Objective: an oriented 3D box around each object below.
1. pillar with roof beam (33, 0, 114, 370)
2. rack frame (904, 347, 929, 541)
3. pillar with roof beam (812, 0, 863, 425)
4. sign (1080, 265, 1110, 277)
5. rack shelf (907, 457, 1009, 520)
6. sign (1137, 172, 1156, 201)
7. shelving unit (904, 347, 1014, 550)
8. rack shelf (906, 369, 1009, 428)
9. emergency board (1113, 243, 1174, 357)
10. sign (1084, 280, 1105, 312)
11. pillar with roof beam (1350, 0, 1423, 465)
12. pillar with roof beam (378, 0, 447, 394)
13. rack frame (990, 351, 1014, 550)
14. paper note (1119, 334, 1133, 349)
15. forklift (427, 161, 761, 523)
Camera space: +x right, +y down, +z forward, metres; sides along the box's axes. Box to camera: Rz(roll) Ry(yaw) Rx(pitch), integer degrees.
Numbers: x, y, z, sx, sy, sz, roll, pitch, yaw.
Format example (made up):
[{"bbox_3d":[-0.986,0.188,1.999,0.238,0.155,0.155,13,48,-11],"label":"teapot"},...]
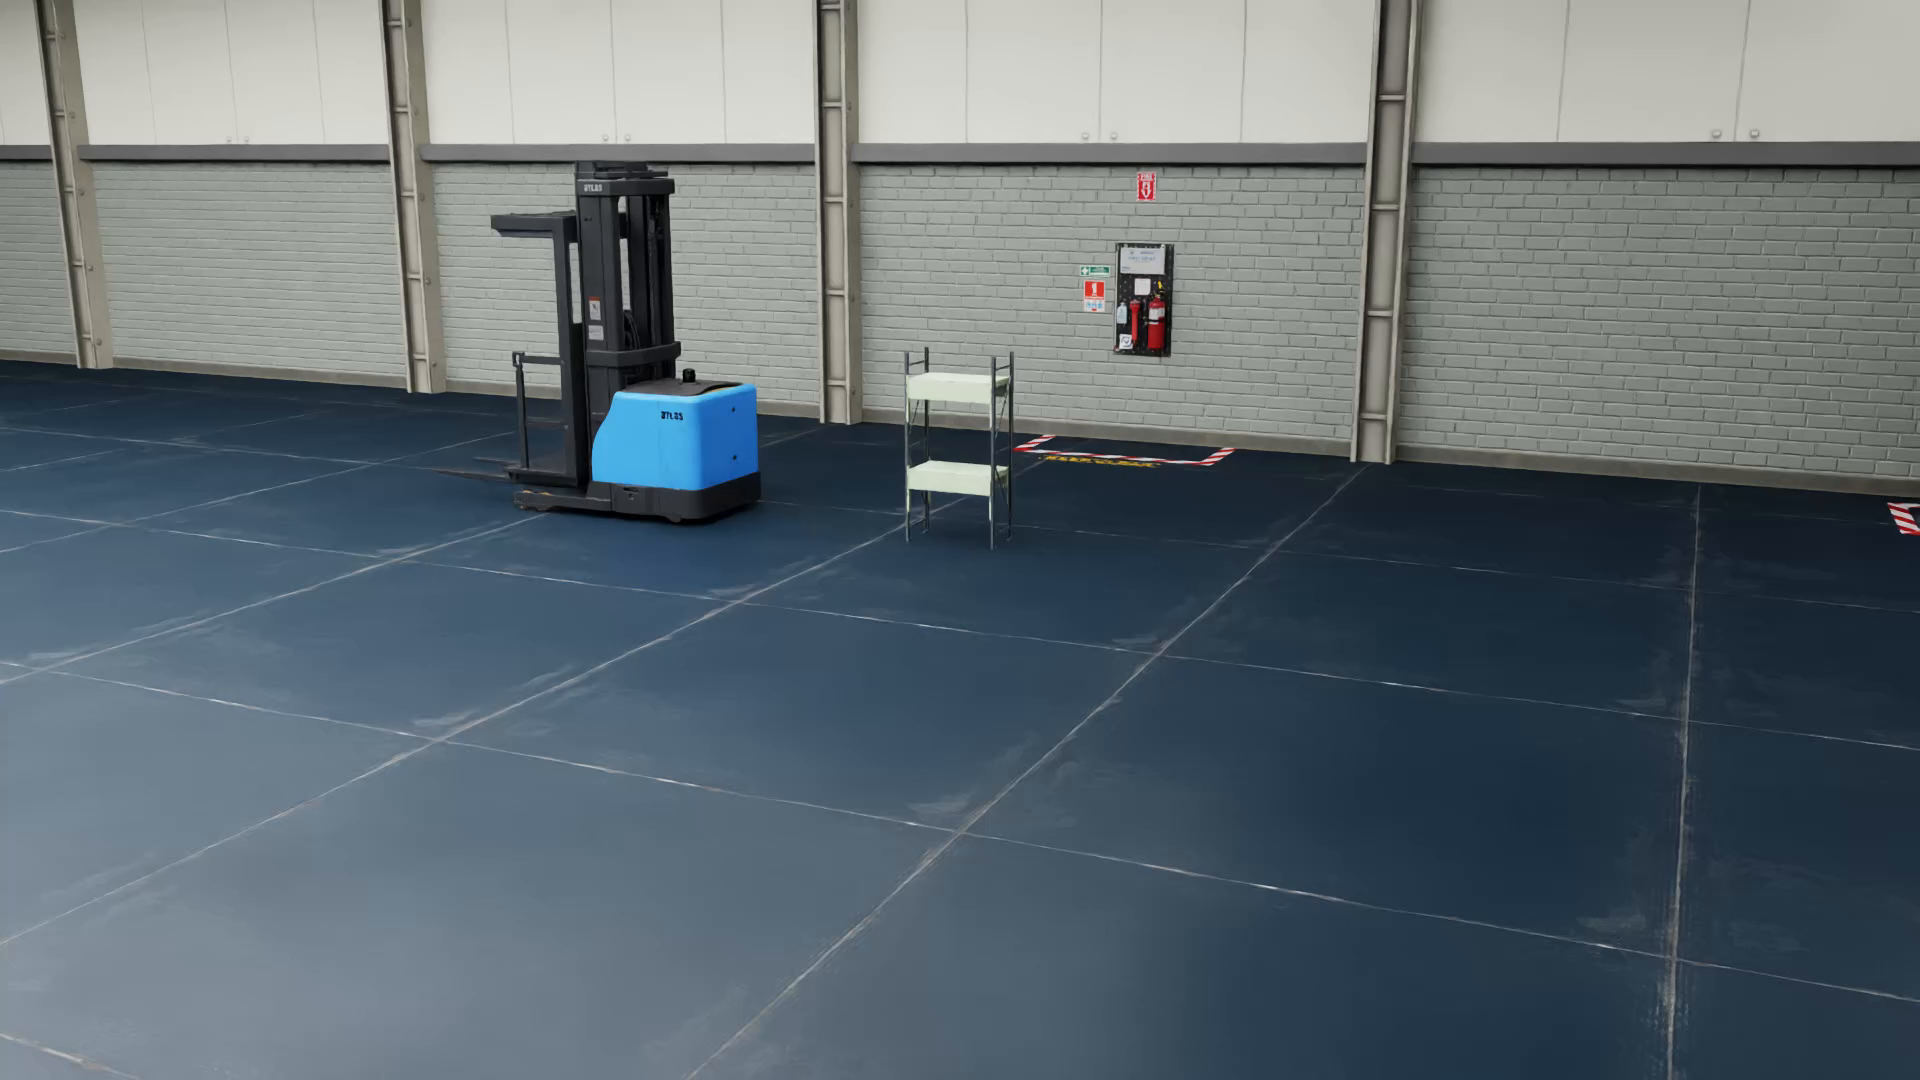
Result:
[{"bbox_3d":[-14.070,-5.942,18.880,0.400,9.000,9.100,6,14,23],"label":"pillar with roof beam"},{"bbox_3d":[-0.341,-0.765,13.230,0.023,1.500,0.400,6,14,23],"label":"rack frame"},{"bbox_3d":[-3.098,-4.832,14.149,0.400,9.000,9.100,6,14,23],"label":"pillar with roof beam"},{"bbox_3d":[1.424,-2.838,17.544,0.331,0.109,0.001,6,14,23],"label":"sign"},{"bbox_3d":[-0.006,-0.413,13.161,0.720,0.370,0.431,6,14,23],"label":"rack shelf"},{"bbox_3d":[1.920,-3.642,17.135,0.199,0.298,0.001,6,14,23],"label":"sign"},{"bbox_3d":[-0.006,-0.731,13.086,0.755,1.500,0.431,6,14,23],"label":"shelving unit"},{"bbox_3d":[-0.006,-1.111,12.997,0.720,0.370,0.431,6,14,23],"label":"rack shelf"},{"bbox_3d":[1.887,-2.492,17.308,0.643,1.169,0.194,6,14,23],"label":"emergency board"},{"bbox_3d":[1.423,-2.582,17.614,0.234,0.329,0.001,6,14,23],"label":"sign"},{"bbox_3d":[2.387,-4.277,11.783,0.400,9.000,9.100,6,14,23],"label":"pillar with roof beam"},{"bbox_3d":[-8.584,-5.387,16.515,0.400,9.000,9.100,6,14,23],"label":"pillar with roof beam"},{"bbox_3d":[0.329,-0.697,12.942,0.023,1.500,0.400,6,14,23],"label":"rack frame"},{"bbox_3d":[1.753,-2.094,17.540,0.142,0.148,0.016,6,14,23],"label":"paper note"},{"bbox_3d":[-3.296,-1.774,14.401,3.031,2.935,1.130,6,14,24],"label":"forklift"}]
